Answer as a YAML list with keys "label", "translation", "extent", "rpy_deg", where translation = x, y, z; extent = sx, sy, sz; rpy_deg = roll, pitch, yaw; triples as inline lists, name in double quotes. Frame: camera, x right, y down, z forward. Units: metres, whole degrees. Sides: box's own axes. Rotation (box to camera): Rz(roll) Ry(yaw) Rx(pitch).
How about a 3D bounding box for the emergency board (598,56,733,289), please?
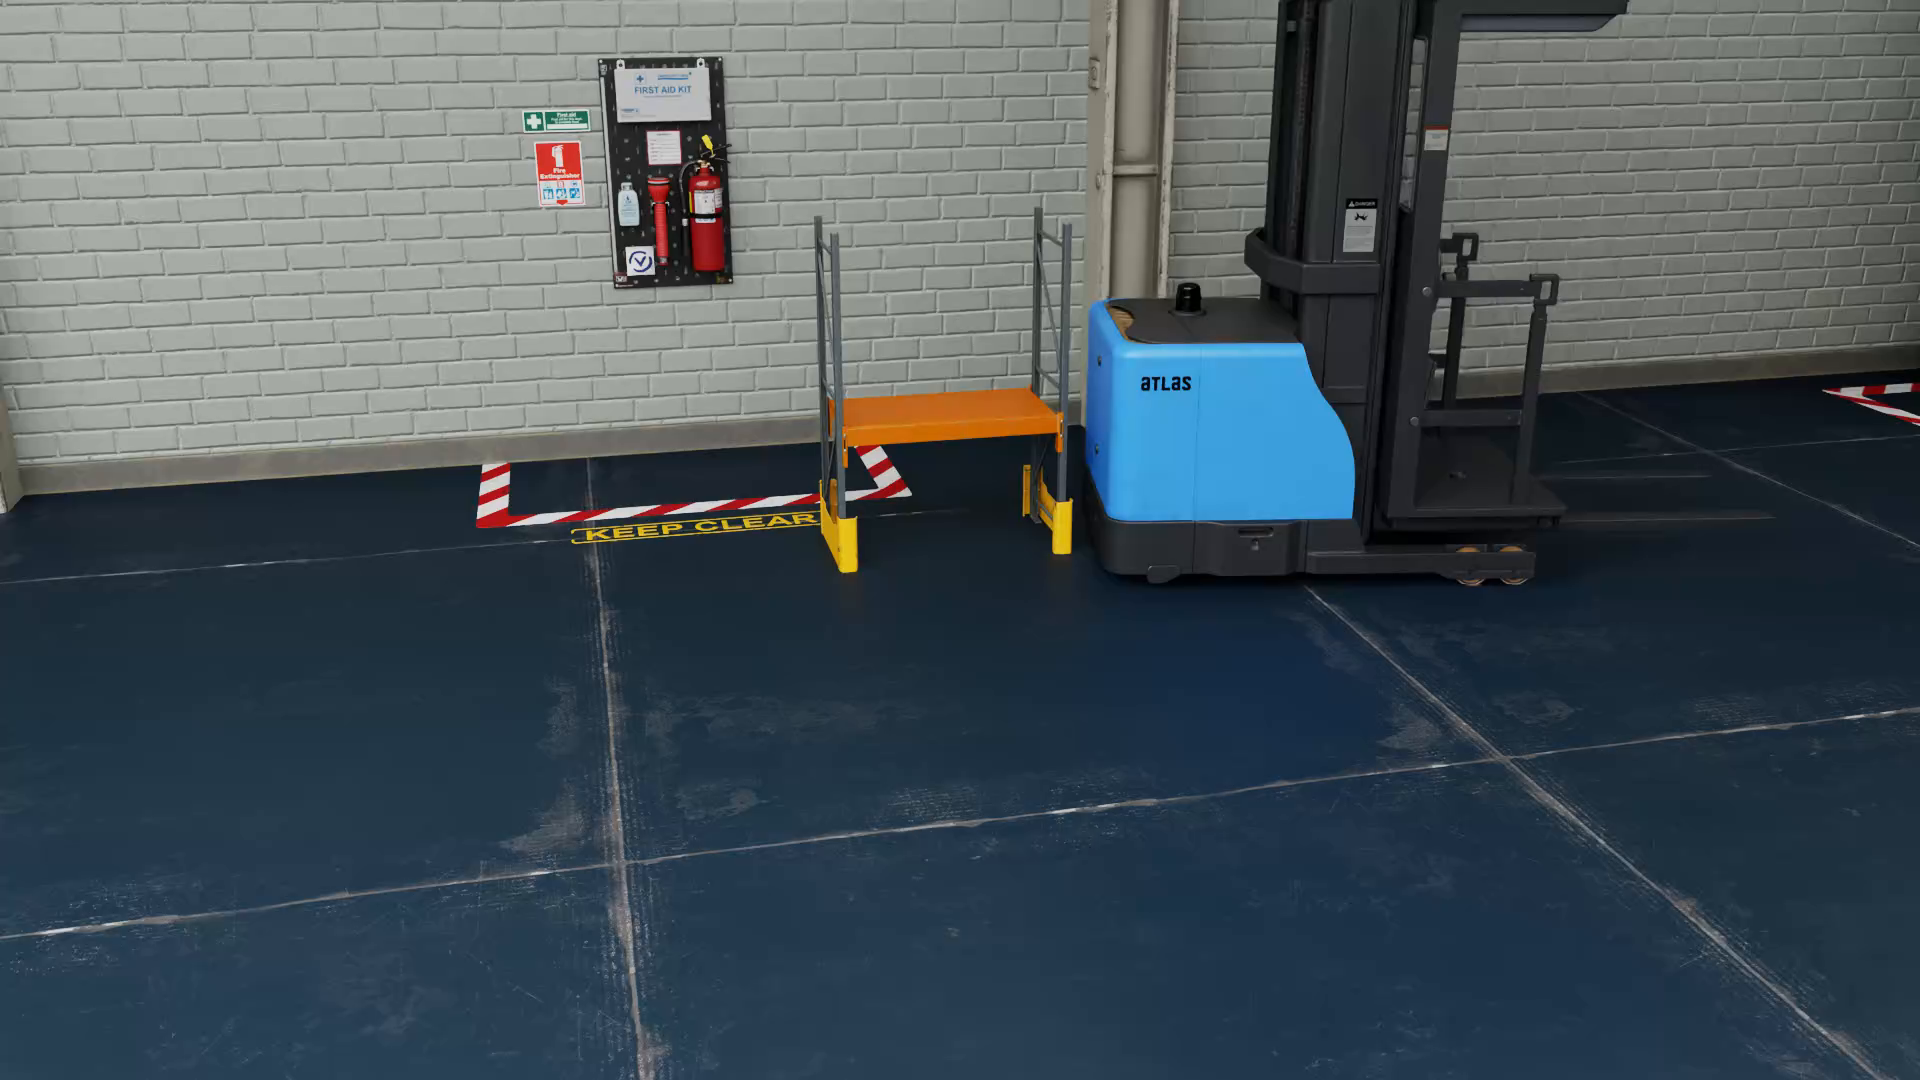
- label: "emergency board"
  translation: [-1.491, -1.871, 8.562]
  extent: [0.643, 1.169, 0.194]
  rpy_deg: [-5, 21, -12]

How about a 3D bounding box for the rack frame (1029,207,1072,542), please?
- label: "rack frame"
  translation: [0.412, -0.738, 7.648]
  extent: [0.032, 1.500, 0.500]
  rpy_deg: [-5, 21, -12]

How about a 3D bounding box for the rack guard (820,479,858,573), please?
- label: "rack guard"
  translation: [-0.559, -0.072, 7.648]
  extent: [0.087, 0.250, 0.587]
  rpy_deg: [-5, 21, -12]

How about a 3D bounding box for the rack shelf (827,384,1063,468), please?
- label: "rack shelf"
  translation: [-0.083, -0.529, 7.600]
  extent: [1.000, 0.185, 0.538]
  rpy_deg: [-5, 21, -12]

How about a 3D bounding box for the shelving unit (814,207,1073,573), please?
- label: "shelving unit"
  translation: [-0.074, -0.698, 7.540]
  extent: [1.083, 1.500, 0.587]
  rpy_deg: [-5, 21, -12]

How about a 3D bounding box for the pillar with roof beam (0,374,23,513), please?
- label: "pillar with roof beam"
  translation: [-3.926, -2.955, 2.799]
  extent: [0.400, 9.000, 9.100]
  rpy_deg: [-5, 21, -12]

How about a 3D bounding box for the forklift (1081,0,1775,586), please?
- label: "forklift"
  translation: [2.120, -1.358, 7.261]
  extent: [3.031, 2.935, 1.130]
  rpy_deg: [-1, 20, -2]

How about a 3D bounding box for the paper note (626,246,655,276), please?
- label: "paper note"
  translation: [-1.680, -1.467, 8.739]
  extent: [0.142, 0.148, 0.016]
  rpy_deg: [-5, 21, -12]

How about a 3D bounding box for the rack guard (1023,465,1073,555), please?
- label: "rack guard"
  translation: [0.410, -0.151, 7.863]
  extent: [0.087, 0.250, 0.587]
  rpy_deg: [-5, 21, -12]

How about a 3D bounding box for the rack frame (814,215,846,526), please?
- label: "rack frame"
  translation: [-0.578, -0.657, 7.428]
  extent: [0.032, 1.500, 0.500]
  rpy_deg: [-5, 21, -12]

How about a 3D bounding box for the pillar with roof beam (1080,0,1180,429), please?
- label: "pillar with roof beam"
  translation: [1.913, -3.430, 4.096]
  extent: [0.400, 9.000, 9.100]
  rpy_deg: [-5, 21, -12]

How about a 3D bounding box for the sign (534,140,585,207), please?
- label: "sign"
  translation: [-2.053, -1.879, 8.531]
  extent: [0.234, 0.329, 0.001]
  rpy_deg: [-5, 21, -12]

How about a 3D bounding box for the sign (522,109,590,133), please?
- label: "sign"
  translation: [-2.047, -2.125, 8.433]
  extent: [0.331, 0.109, 0.001]
  rpy_deg: [-5, 21, -12]
